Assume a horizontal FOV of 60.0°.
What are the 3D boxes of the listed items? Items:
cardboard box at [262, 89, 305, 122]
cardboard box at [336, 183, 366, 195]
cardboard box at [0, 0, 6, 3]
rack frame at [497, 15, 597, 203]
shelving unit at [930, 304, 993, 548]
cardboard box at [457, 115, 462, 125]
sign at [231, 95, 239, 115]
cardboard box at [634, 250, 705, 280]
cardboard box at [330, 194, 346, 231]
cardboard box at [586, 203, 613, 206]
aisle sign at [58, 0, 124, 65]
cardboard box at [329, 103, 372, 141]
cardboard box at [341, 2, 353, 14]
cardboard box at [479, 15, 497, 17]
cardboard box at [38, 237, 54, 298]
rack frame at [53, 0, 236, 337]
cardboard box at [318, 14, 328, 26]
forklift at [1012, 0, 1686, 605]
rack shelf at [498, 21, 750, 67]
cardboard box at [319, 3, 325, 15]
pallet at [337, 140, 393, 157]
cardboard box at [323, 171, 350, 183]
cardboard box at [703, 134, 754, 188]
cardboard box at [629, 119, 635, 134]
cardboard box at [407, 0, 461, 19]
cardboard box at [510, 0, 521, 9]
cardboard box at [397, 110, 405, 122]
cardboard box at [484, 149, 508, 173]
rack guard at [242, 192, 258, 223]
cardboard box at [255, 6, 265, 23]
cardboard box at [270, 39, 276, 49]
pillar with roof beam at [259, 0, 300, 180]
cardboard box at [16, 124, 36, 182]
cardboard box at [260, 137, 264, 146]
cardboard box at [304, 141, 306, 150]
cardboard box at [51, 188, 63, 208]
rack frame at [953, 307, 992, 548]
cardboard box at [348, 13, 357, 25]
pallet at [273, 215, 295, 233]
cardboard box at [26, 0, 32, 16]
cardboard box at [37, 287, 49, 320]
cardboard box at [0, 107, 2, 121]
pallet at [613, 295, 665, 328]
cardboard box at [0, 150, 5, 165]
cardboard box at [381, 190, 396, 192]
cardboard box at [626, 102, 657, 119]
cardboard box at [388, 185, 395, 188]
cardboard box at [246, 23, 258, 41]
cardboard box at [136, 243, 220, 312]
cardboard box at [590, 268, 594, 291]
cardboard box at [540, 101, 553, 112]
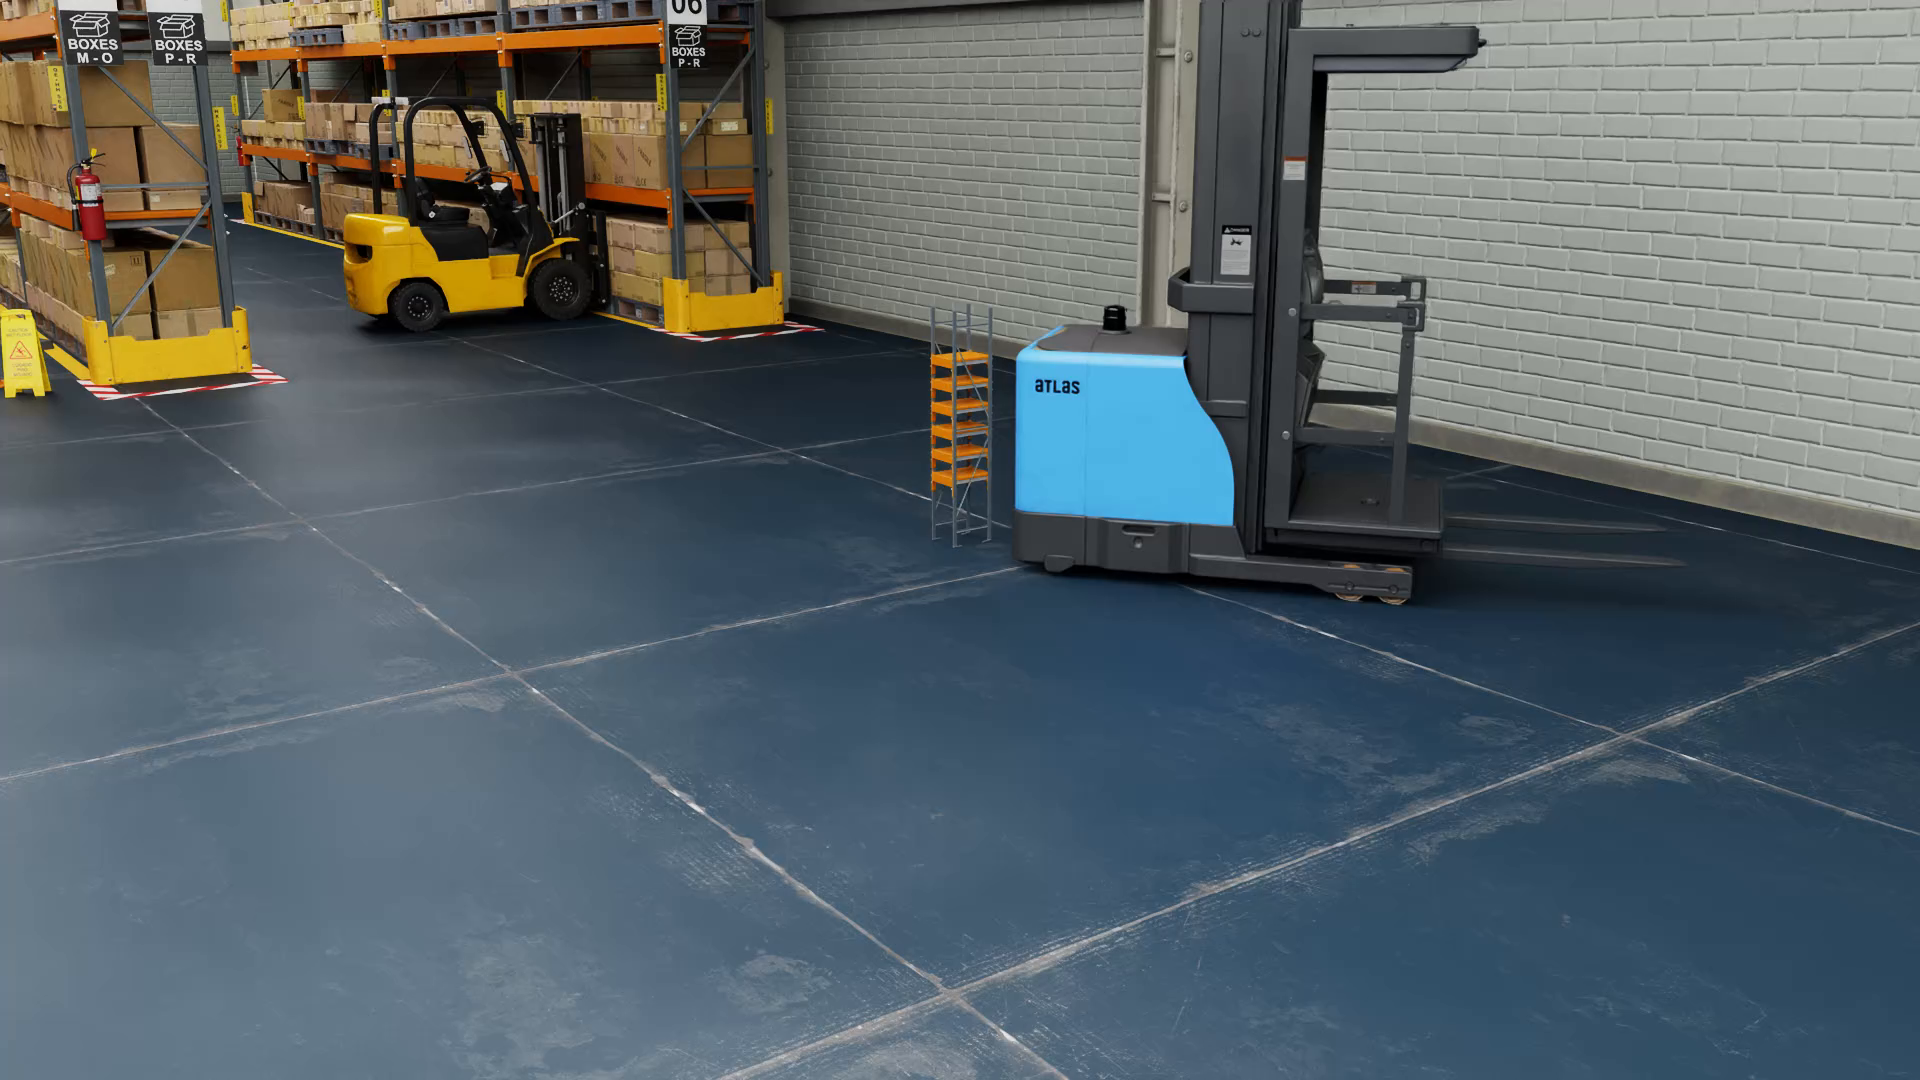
[{"bbox_3d":[-10.773,-6.920,26.478,0.500,0.500,0.500,-10,18,-33],"label":"cardboard box"},{"bbox_3d":[-8.971,-5.184,24.545,0.380,0.149,0.250,-12,19,-37],"label":"cardboard box"},{"bbox_3d":[-8.029,-4.776,14.384,0.500,0.250,0.500,-11,19,-34],"label":"cardboard box"},{"bbox_3d":[-4.648,-4.384,18.911,1.000,3.000,0.127,-11,19,-35],"label":"rack frame"},{"bbox_3d":[0.009,-0.576,8.406,0.258,1.200,0.189,-11,19,-35],"label":"shelving unit"},{"bbox_3d":[-5.804,-5.052,19.933,0.380,0.149,0.250,-11,19,-34],"label":"cardboard box"},{"bbox_3d":[-12.143,-7.280,27.851,0.100,0.325,0.005,-11,19,-35],"label":"sign"},{"bbox_3d":[-2.836,-2.703,16.234,0.500,0.250,0.500,-11,19,-35],"label":"cardboard box"},{"bbox_3d":[-8.929,-4.839,24.512,0.500,0.500,0.500,-11,19,-35],"label":"cardboard box"},{"bbox_3d":[-4.203,-3.667,18.812,0.500,0.250,0.500,-10,18,-33],"label":"cardboard box"},{"bbox_3d":[-6.507,-3.954,12.416,0.394,0.787,0.004,-11,19,-35],"label":"aisle sign"},{"bbox_3d":[-8.483,-5.927,23.563,0.700,0.500,0.500,-11,19,-35],"label":"cardboard box"},{"bbox_3d":[-8.205,-7.253,22.676,0.380,0.149,0.250,-11,19,-34],"label":"cardboard box"},{"bbox_3d":[-5.687,-6.380,19.980,0.380,0.166,0.250,-11,19,-35],"label":"cardboard box"},{"bbox_3d":[-7.905,-2.459,14.872,0.500,0.500,0.500,-10,18,-32],"label":"cardboard box"},{"bbox_3d":[-6.309,-2.758,12.972,1.000,3.000,0.127,-11,19,-35],"label":"rack frame"},{"bbox_3d":[-8.754,-7.270,23.264,0.380,0.149,0.250,-10,18,-33],"label":"cardboard box"},{"bbox_3d":[1.825,-1.277,7.690,3.031,2.935,1.130,4,16,15],"label":"forklift"},{"bbox_3d":[-3.472,-5.057,17.050,1.077,0.370,4.000,-11,19,-35],"label":"rack shelf"},{"bbox_3d":[-8.718,-7.416,23.234,0.380,0.149,0.250,-11,19,-34],"label":"cardboard box"},{"bbox_3d":[-8.147,-5.560,23.572,1.003,0.211,1.213,-11,19,-35],"label":"pallet"},{"bbox_3d":[-9.307,-5.437,24.906,0.380,0.149,0.250,-11,19,-35],"label":"cardboard box"},{"bbox_3d":[-2.363,-3.727,16.321,0.500,0.500,0.500,-10,18,-33],"label":"cardboard box"},{"bbox_3d":[-3.004,-4.036,16.223,0.380,0.149,0.250,-10,18,-34],"label":"cardboard box"},{"bbox_3d":[-6.394,-6.699,20.514,0.700,0.500,0.500,-11,19,-36],"label":"cardboard box"},{"bbox_3d":[-4.630,-5.817,17.957,0.380,0.149,0.250,-10,18,-33],"label":"cardboard box"},{"bbox_3d":[-7.051,-5.485,21.517,0.380,0.149,0.250,-10,18,-33],"label":"cardboard box"},{"bbox_3d":[-5.156,-4.378,19.176,0.500,0.250,0.500,-10,18,-33],"label":"cardboard box"},{"bbox_3d":[-11.659,-5.724,28.544,1.175,0.500,0.348,-11,19,-35],"label":"rack guard"},{"bbox_3d":[-10.748,-8.248,26.120,0.500,0.250,0.500,-10,18,-33],"label":"cardboard box"},{"bbox_3d":[-10.522,-7.728,25.922,0.380,0.149,0.250,-11,19,-34],"label":"cardboard box"},{"bbox_3d":[-16.043,-9.887,27.655,9.100,9.000,0.400,-11,19,-35],"label":"pillar with roof beam"},{"bbox_3d":[-8.029,-3.454,14.762,0.500,0.500,0.500,-11,19,-35],"label":"cardboard box"},{"bbox_3d":[-11.264,-6.551,27.305,0.380,0.149,0.250,-10,18,-33],"label":"cardboard box"},{"bbox_3d":[-9.744,-6.000,25.291,0.380,0.149,0.250,-11,19,-34],"label":"cardboard box"},{"bbox_3d":[-7.250,-2.829,13.707,0.380,0.149,0.250,-10,18,-34],"label":"cardboard box"},{"bbox_3d":[0.062,-0.556,8.335,0.240,1.200,0.006,-11,19,-35],"label":"rack frame"},{"bbox_3d":[-8.139,-7.122,22.762,0.380,0.149,0.250,-10,18,-33],"label":"cardboard box"},{"bbox_3d":[-10.477,-5.155,27.010,1.003,0.211,1.213,-11,19,-35],"label":"pallet"},{"bbox_3d":[-7.476,-4.395,13.744,0.380,0.149,0.250,-11,19,-36],"label":"cardboard box"},{"bbox_3d":[-8.210,-2.209,15.377,0.500,0.250,0.500,-10,18,-31],"label":"cardboard box"},{"bbox_3d":[-8.295,-4.046,15.031,0.700,0.500,0.500,-11,19,-34],"label":"cardboard box"},{"bbox_3d":[-2.780,-2.342,16.731,1.003,0.211,1.213,-11,19,-35],"label":"pallet"},{"bbox_3d":[-9.187,-3.761,16.316,0.380,0.149,0.250,-11,19,-34],"label":"cardboard box"},{"bbox_3d":[-7.800,-4.730,22.888,0.380,0.149,0.250,-12,19,-36],"label":"cardboard box"},{"bbox_3d":[-3.023,-4.178,16.176,0.380,0.149,0.250,-10,18,-33],"label":"cardboard box"},{"bbox_3d":[-8.107,-5.098,24.232,0.380,0.149,0.250,-11,19,-34],"label":"cardboard box"},{"bbox_3d":[-11.058,-8.110,26.565,0.500,0.250,0.500,-12,19,-36],"label":"cardboard box"},{"bbox_3d":[-6.574,-2.217,13.985,0.500,0.500,0.500,-12,19,-36],"label":"cardboard box"},{"bbox_3d":[-3.723,-2.781,17.466,0.500,0.250,0.500,-10,18,-33],"label":"cardboard box"},{"bbox_3d":[-4.249,-4.608,17.750,0.380,0.149,0.250,-10,18,-33],"label":"cardboard box"}]
